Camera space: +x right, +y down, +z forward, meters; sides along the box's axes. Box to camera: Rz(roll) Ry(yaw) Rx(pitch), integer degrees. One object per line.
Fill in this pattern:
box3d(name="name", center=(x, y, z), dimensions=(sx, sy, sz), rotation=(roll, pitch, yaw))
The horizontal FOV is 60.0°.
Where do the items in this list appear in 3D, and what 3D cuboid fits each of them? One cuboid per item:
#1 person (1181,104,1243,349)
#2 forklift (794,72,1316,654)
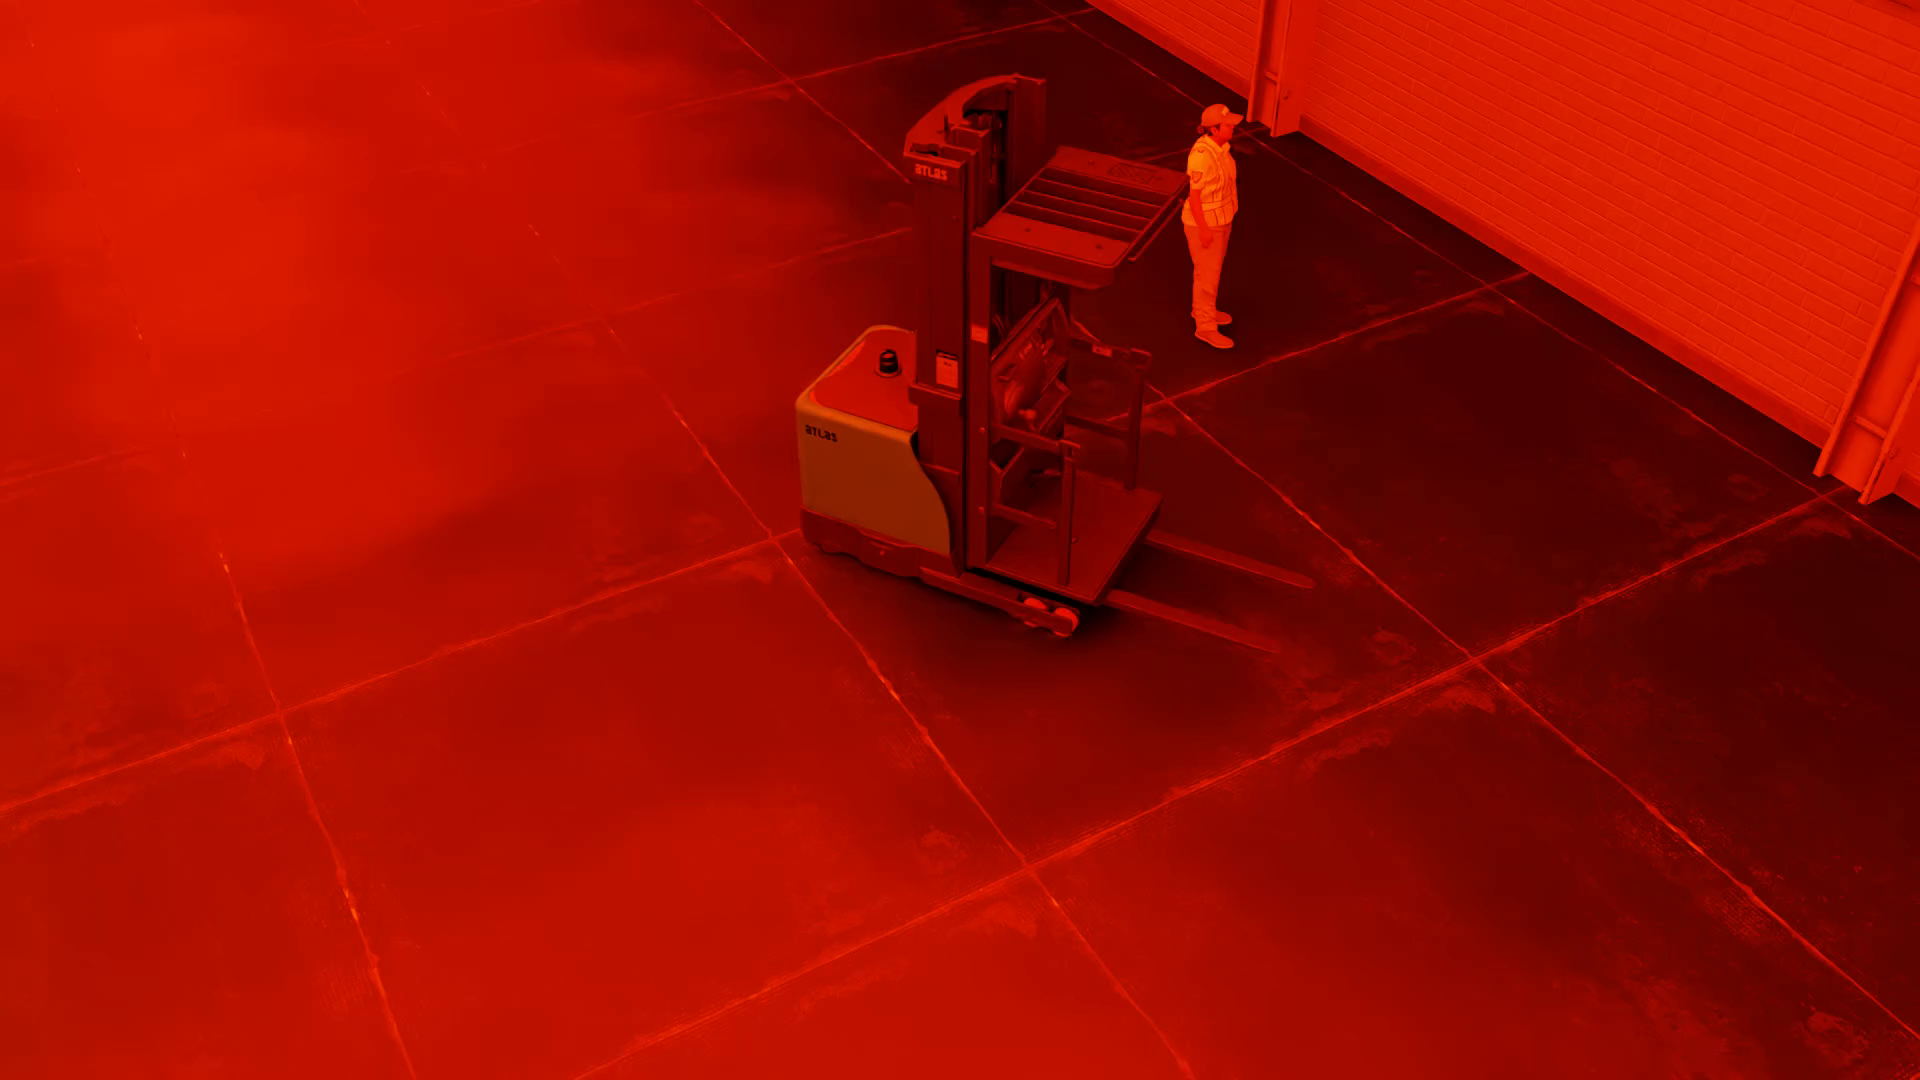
box3d(name="person", center=(1.832, -2.237, 11.713), dimensions=(0.531, 1.669, 0.595), rotation=(17, 43, 19))
box3d(name="forklift", center=(0.573, -0.957, 9.190), dimensions=(3.031, 2.935, 1.130), rotation=(18, 43, 20))
